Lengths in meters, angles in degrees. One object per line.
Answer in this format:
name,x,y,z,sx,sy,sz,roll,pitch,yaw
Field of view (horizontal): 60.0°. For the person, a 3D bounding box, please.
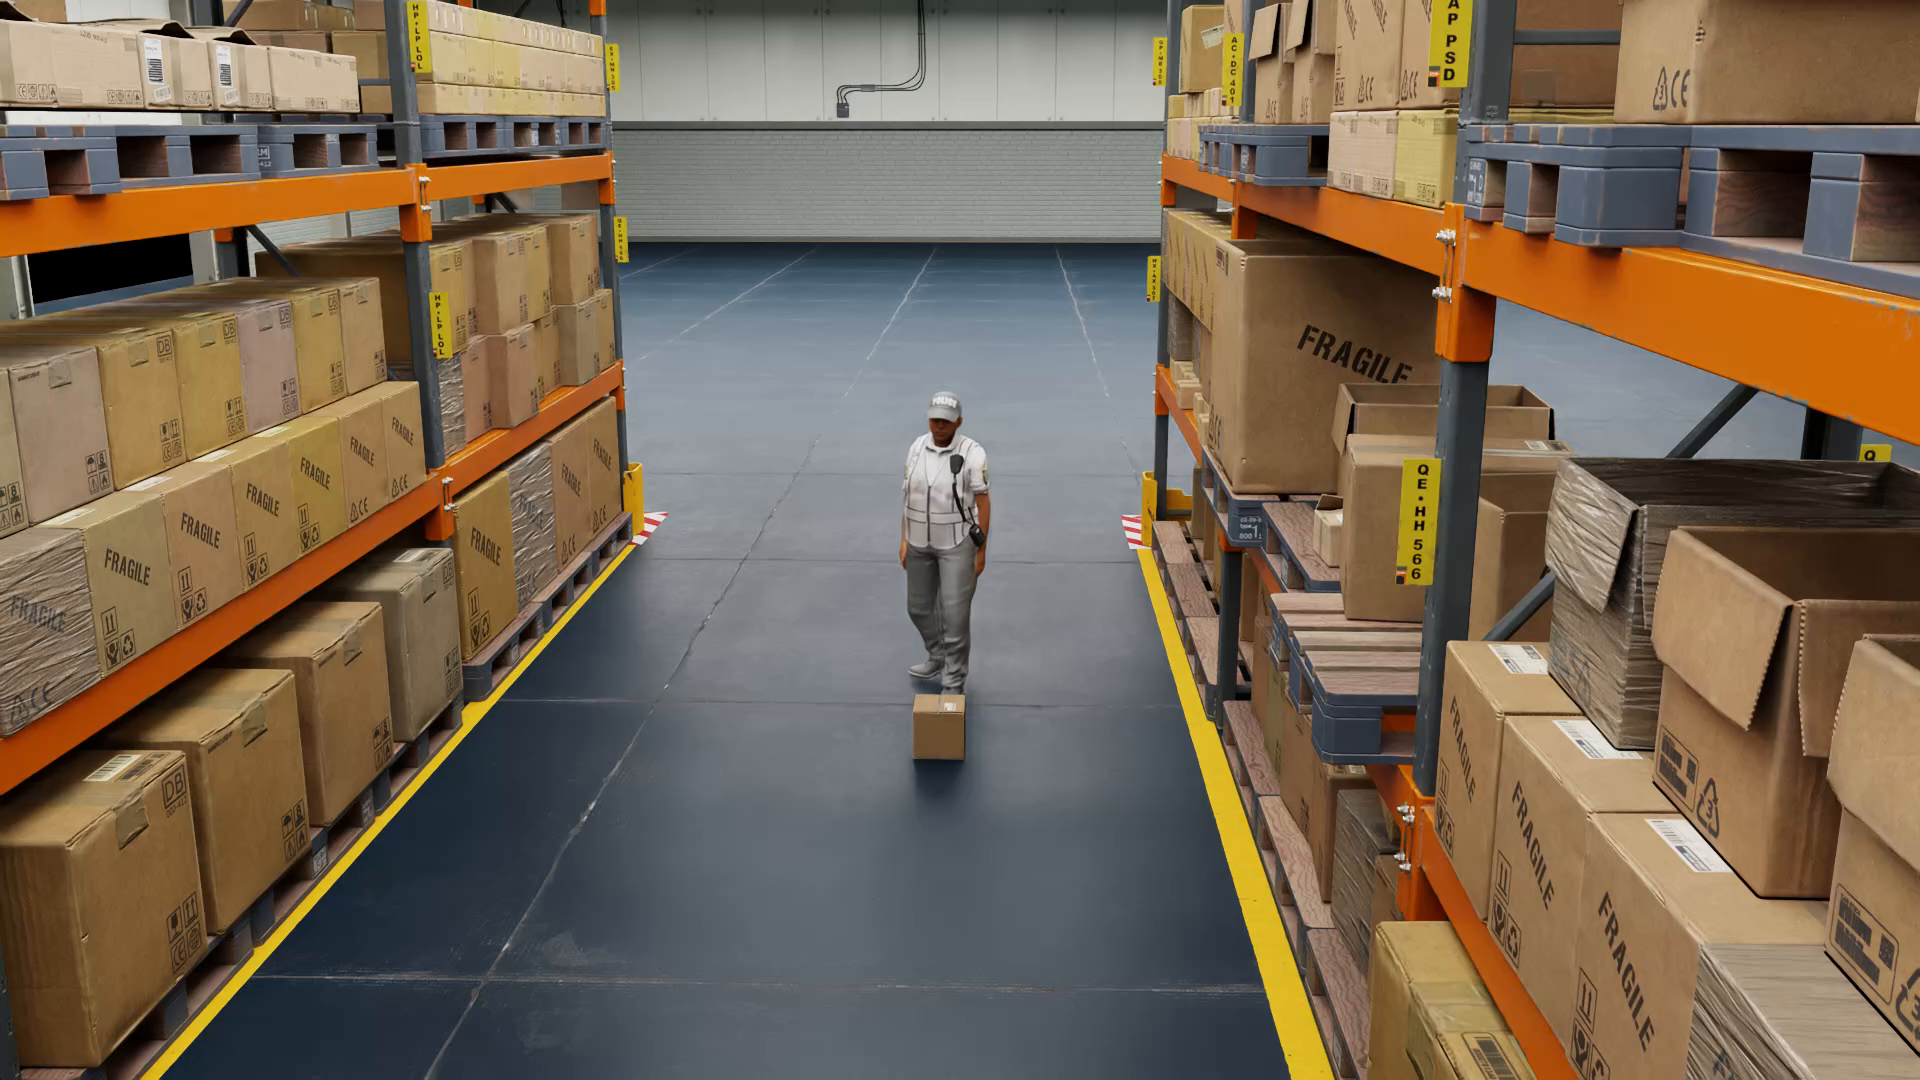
person,-0.090,0.020,8.898,0.526,1.663,0.588,7,16,25
